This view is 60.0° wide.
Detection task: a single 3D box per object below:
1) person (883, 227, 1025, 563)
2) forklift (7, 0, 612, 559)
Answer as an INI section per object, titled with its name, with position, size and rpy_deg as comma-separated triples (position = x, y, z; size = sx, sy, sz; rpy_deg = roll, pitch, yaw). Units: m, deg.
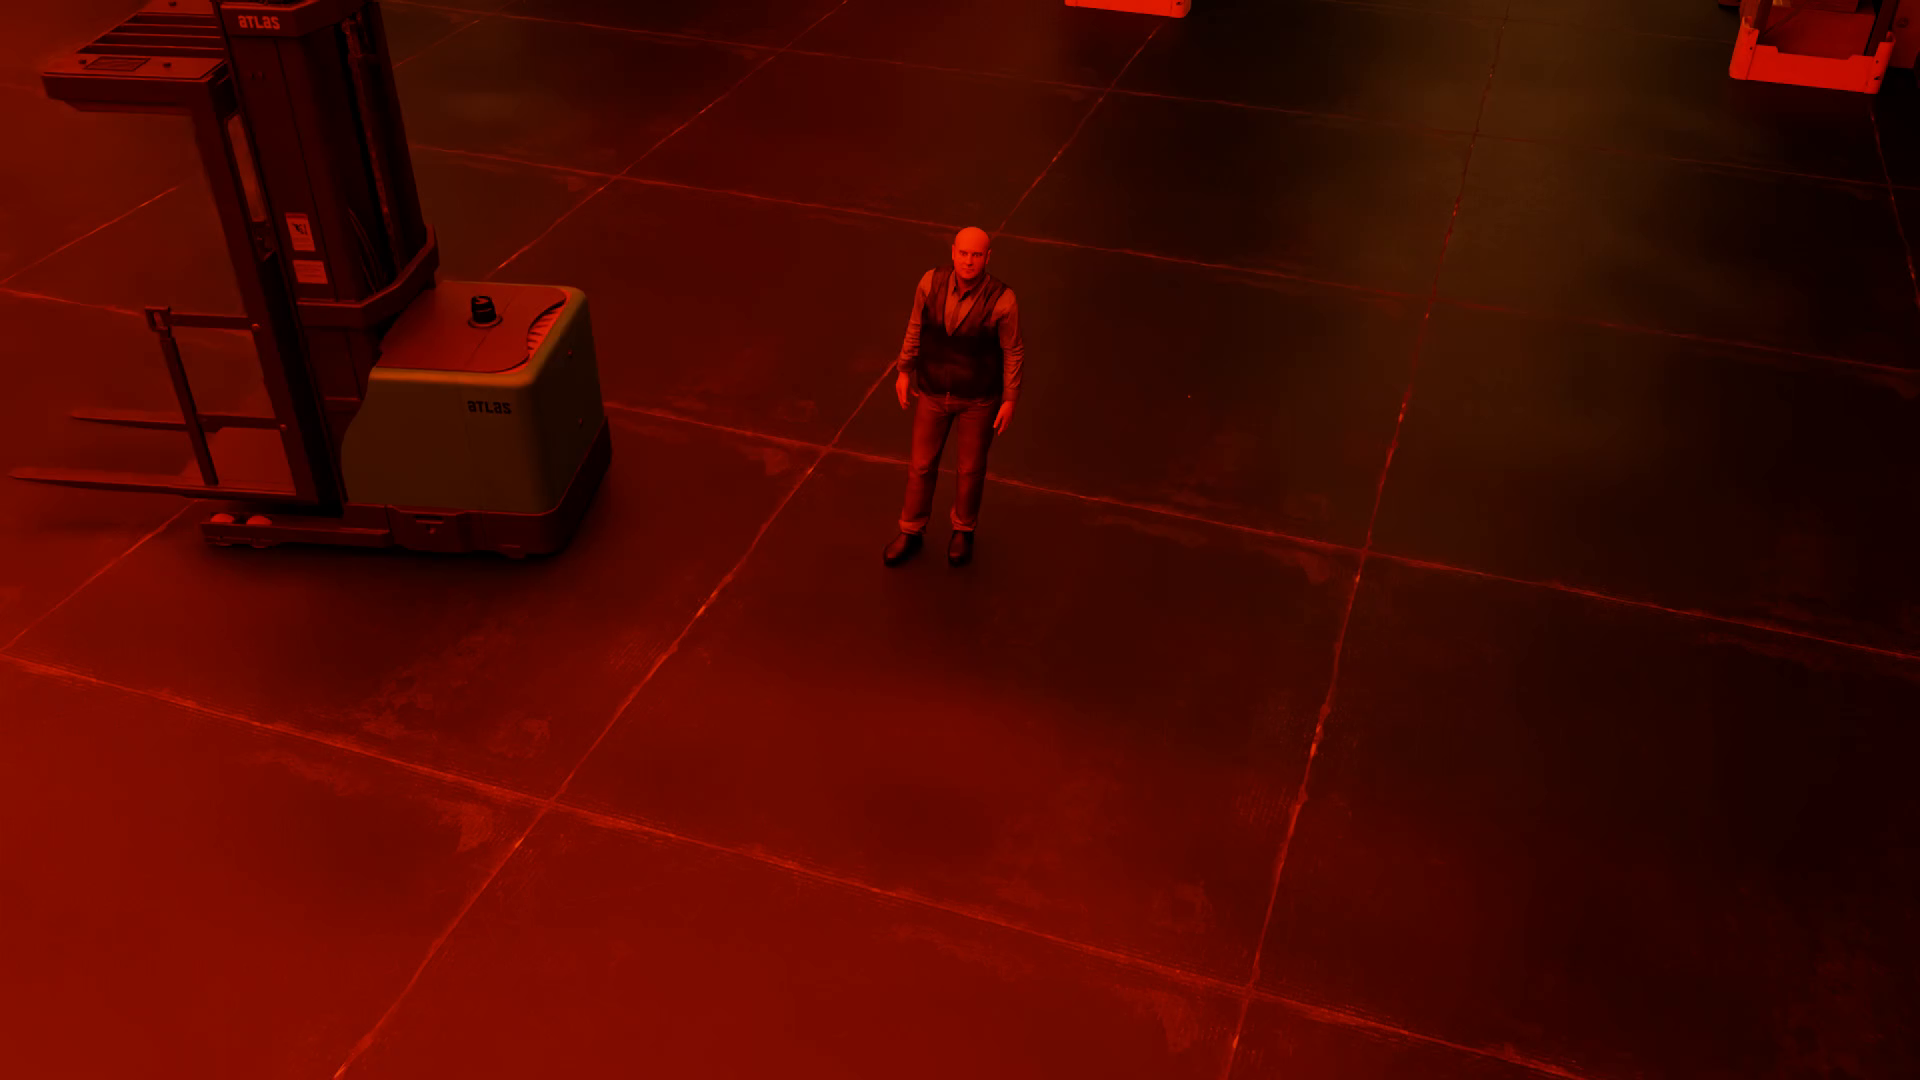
[person]
position = -0.028, -0.676, 8.098
size = 0.632, 1.720, 0.568
rpy_deg = 12, 37, 16
[forklift]
position = -3.472, -1.453, 8.161
size = 3.031, 2.935, 1.130
rpy_deg = 4, 35, 5
